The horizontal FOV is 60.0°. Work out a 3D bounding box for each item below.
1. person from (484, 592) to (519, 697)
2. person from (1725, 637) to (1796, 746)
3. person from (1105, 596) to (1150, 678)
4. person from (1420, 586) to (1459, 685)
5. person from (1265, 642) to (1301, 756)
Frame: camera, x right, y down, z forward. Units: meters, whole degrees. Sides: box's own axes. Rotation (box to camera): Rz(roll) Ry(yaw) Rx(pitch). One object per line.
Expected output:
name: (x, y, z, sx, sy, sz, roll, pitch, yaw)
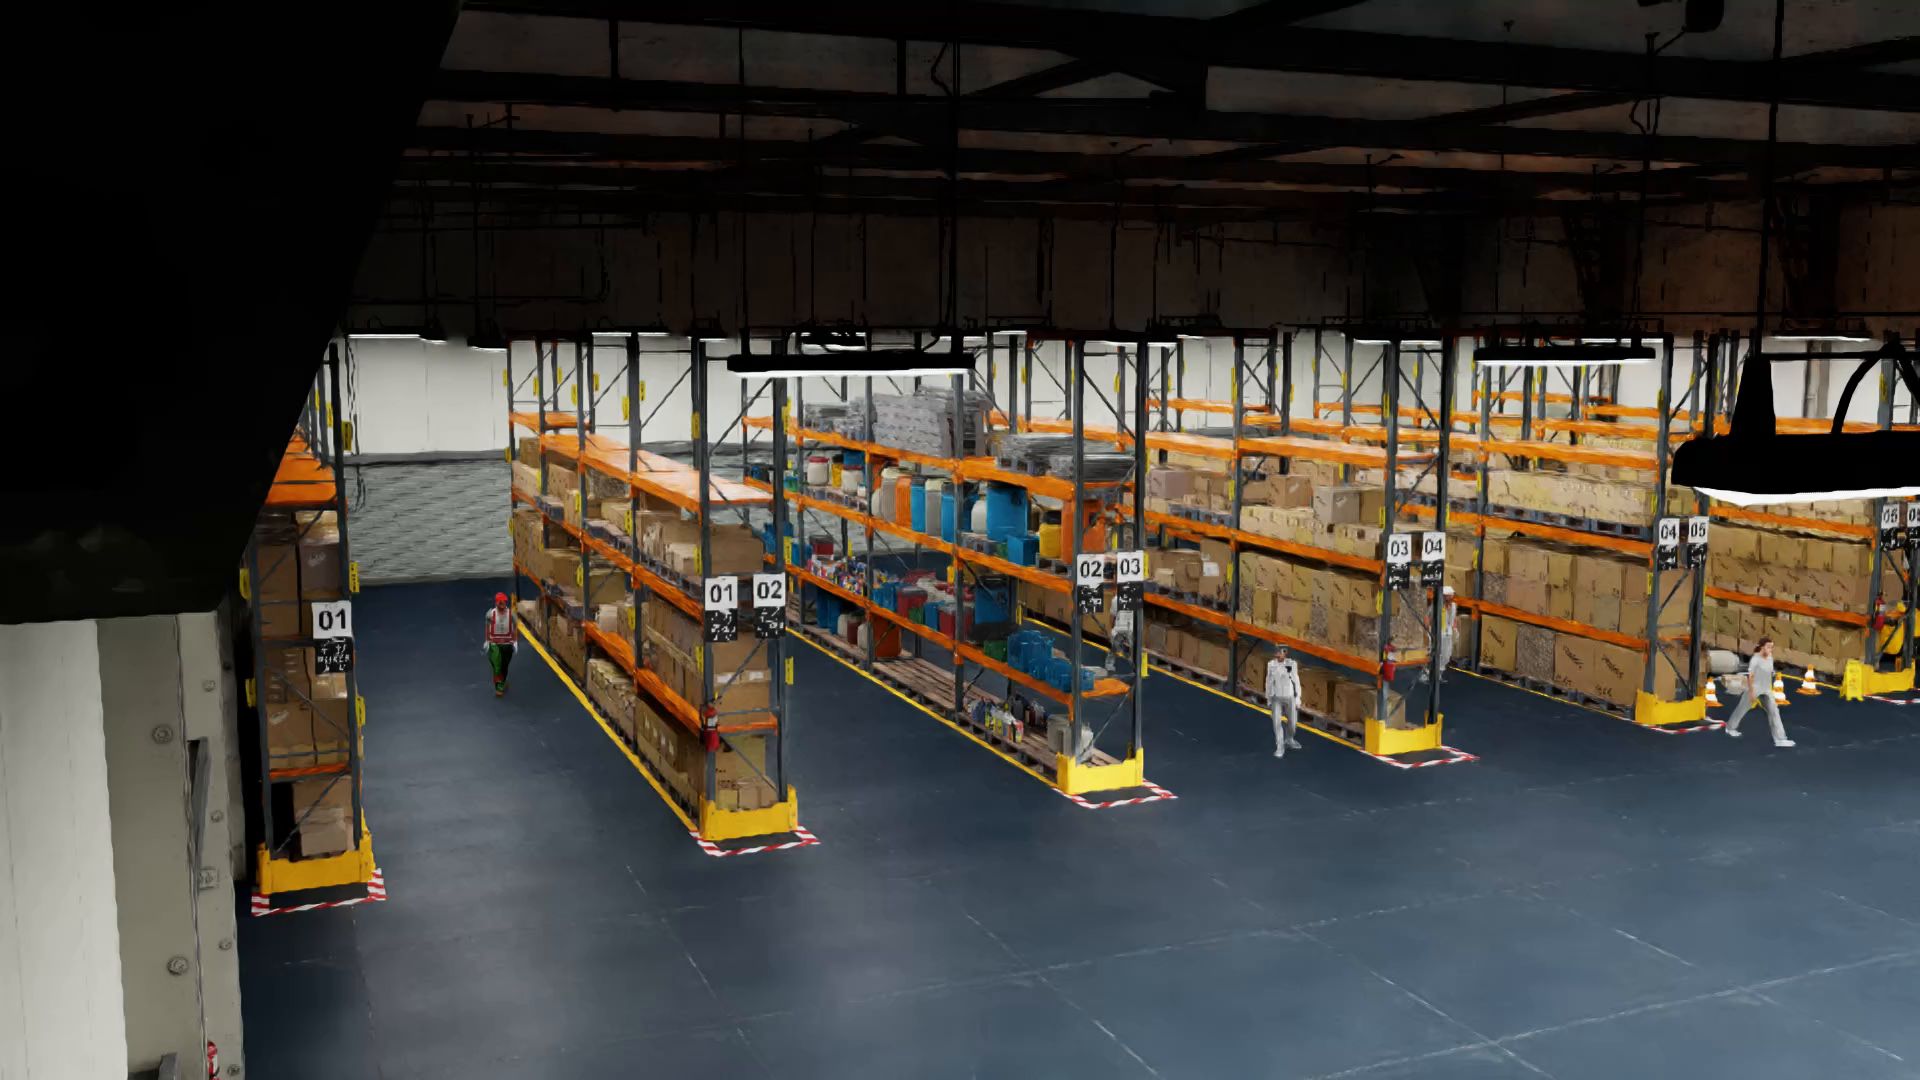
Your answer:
person: (-7.629, 1.706, 27.725, 0.550, 1.709, 1.128, -4, 9, -25)
person: (11.793, 2.202, 24.522, 0.446, 1.590, 1.110, -3, 8, -20)
person: (2.884, 1.534, 29.011, 0.566, 1.706, 1.122, -3, 8, -20)
person: (8.216, 1.627, 28.360, 0.677, 1.742, 0.552, -4, 9, -24)
person: (4.666, 2.259, 23.989, 0.527, 1.666, 0.539, 2, 8, 14)
